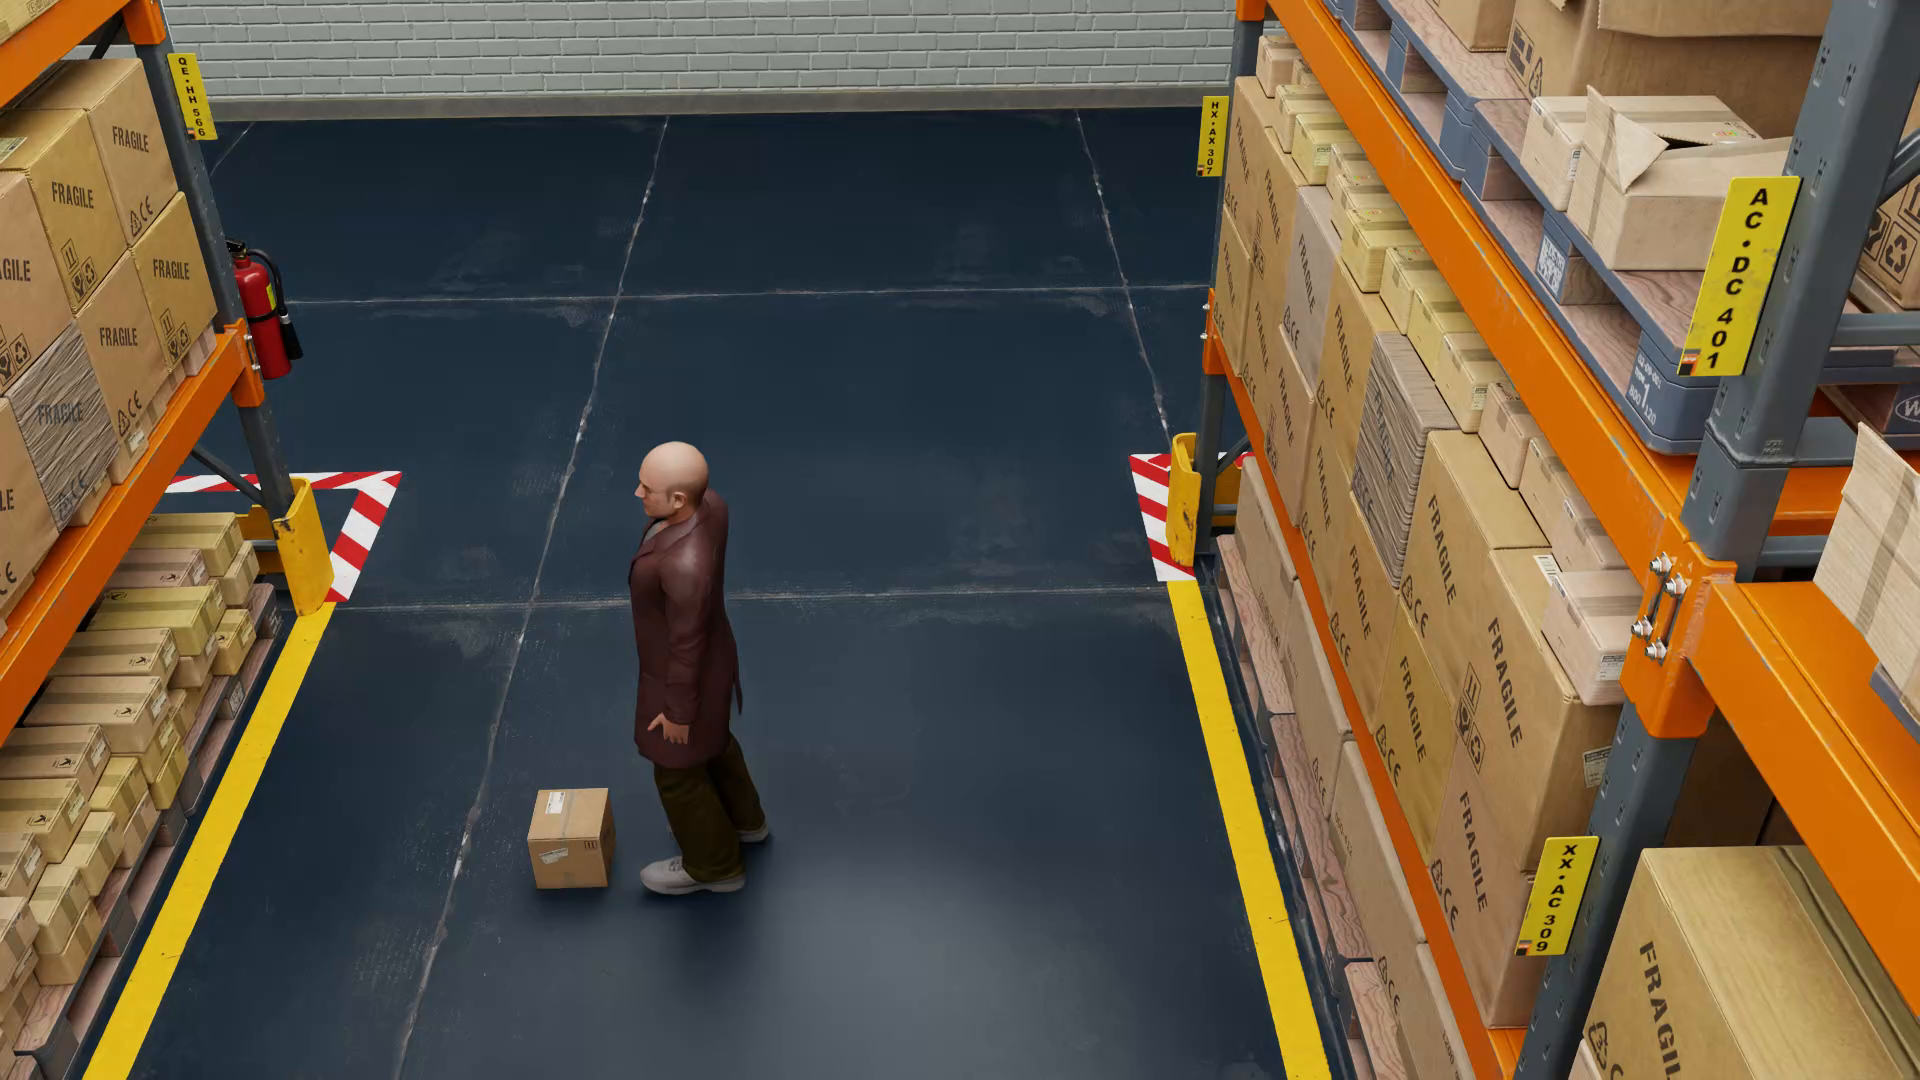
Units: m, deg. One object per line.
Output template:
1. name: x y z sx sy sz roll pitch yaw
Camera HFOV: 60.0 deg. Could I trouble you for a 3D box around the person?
1. person: -0.917 0.446 5.521 0.436 1.777 0.562 -1 35 -1
